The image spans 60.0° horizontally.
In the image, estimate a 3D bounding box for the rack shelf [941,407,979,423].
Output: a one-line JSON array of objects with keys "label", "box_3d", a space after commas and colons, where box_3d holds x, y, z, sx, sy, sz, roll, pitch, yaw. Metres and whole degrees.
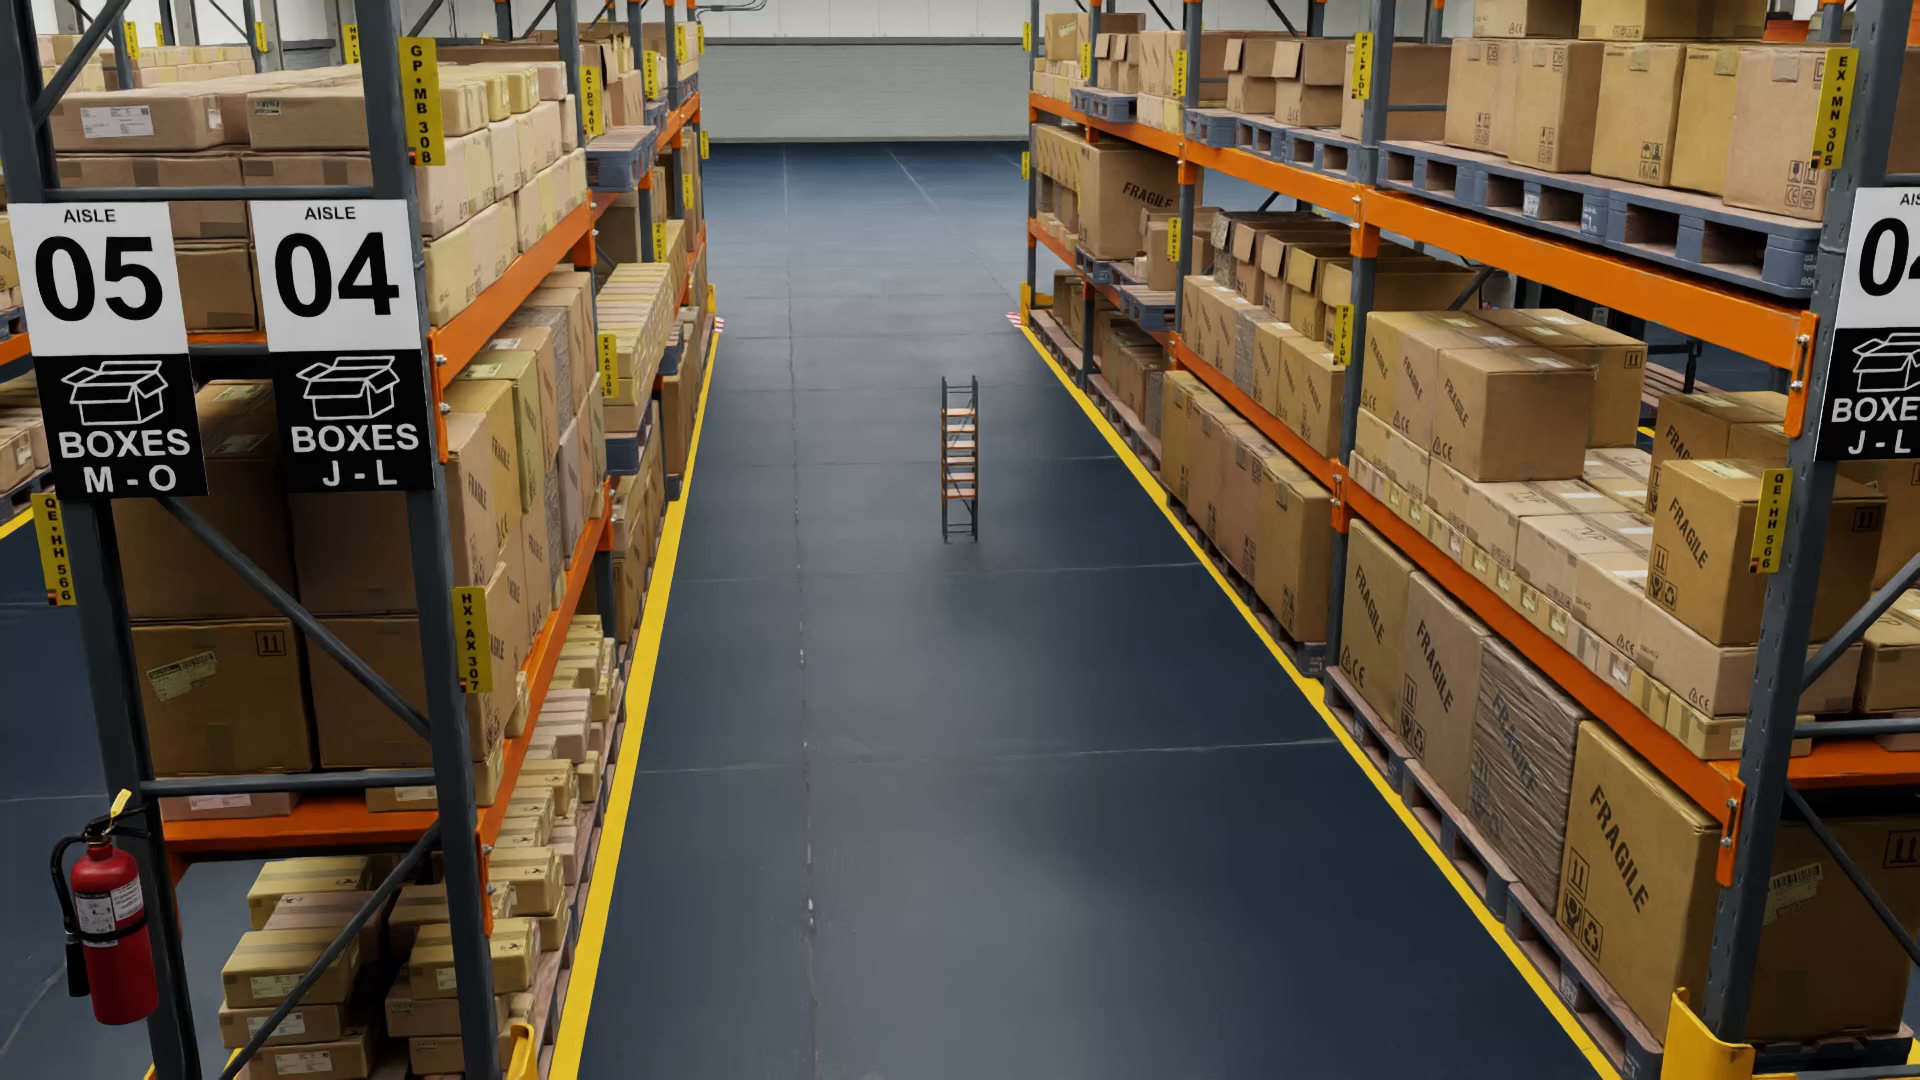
[{"label": "rack shelf", "box_3d": [-0.002, -0.878, 11.917, 0.258, 0.103, 0.180, -2, 18, -6]}]

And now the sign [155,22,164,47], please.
[{"label": "sign", "box_3d": [-9.053, -5.696, 18.845, 0.100, 0.325, 0.005, -2, 18, -6]}]

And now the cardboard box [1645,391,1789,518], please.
[{"label": "cardboard box", "box_3d": [3.102, -0.286, 6.583, 0.500, 0.500, 0.500, -2, 18, -7]}]

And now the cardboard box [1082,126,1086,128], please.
[{"label": "cardboard box", "box_3d": [1.703, -4.532, 19.273, 0.500, 0.500, 0.500, -2, 18, -6]}]

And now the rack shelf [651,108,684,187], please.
[{"label": "rack shelf", "box_3d": [-2.982, -3.348, 14.026, 1.077, 0.370, 4.000, -2, 18, -6]}]

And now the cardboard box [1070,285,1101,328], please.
[{"label": "cardboard box", "box_3d": [1.533, -2.628, 19.011, 0.500, 0.500, 0.500, 0, 17, 0]}]

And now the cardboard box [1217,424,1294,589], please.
[{"label": "cardboard box", "box_3d": [2.402, -0.238, 10.774, 1.225, 0.875, 0.875, -2, 18, -8]}]

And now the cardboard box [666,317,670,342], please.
[{"label": "cardboard box", "box_3d": [-2.216, -1.461, 11.541, 0.380, 0.149, 0.250, -1, 17, -5]}]

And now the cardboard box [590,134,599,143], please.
[{"label": "cardboard box", "box_3d": [-2.245, -2.330, 9.030, 0.500, 0.311, 0.500, -2, 18, -6]}]

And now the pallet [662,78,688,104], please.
[{"label": "pallet", "box_3d": [-3.262, -4.489, 16.607, 1.003, 0.211, 1.213, -2, 18, -6]}]

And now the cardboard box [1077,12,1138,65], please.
[{"label": "cardboard box", "box_3d": [1.456, -4.964, 16.476, 0.500, 0.500, 0.500, -2, 18, -7]}]

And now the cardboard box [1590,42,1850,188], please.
[{"label": "cardboard box", "box_3d": [2.847, -1.608, 6.248, 0.700, 0.500, 0.500, -3, 18, -9]}]

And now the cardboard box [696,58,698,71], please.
[{"label": "cardboard box", "box_3d": [-3.204, -5.443, 19.051, 0.380, 0.149, 0.250, -2, 18, -5]}]

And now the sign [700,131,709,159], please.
[{"label": "sign", "box_3d": [-3.059, -4.726, 19.893, 0.100, 0.325, 0.005, -2, 18, -6]}]

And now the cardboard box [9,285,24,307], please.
[{"label": "cardboard box", "box_3d": [-7.523, -1.915, 12.987, 0.380, 0.149, 0.250, -2, 18, -5]}]

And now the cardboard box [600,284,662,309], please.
[{"label": "cardboard box", "box_3d": [-2.168, -1.592, 10.966, 0.380, 0.149, 0.250, -2, 18, -6]}]

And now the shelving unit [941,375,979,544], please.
[{"label": "shelving unit", "box_3d": [-0.002, -0.577, 12.011, 0.258, 1.200, 0.189, -2, 18, -6]}]

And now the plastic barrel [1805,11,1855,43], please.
[{"label": "plastic barrel", "box_3d": [7.226, -3.862, 13.625, 0.600, 0.901, 0.600, 0, 17, 0]}]

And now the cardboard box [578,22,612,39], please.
[{"label": "cardboard box", "box_3d": [-3.543, -4.895, 15.972, 0.380, 0.149, 0.250, -2, 18, -6]}]

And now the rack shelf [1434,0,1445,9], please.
[{"label": "rack shelf", "box_3d": [6.476, -6.056, 18.312, 1.077, 0.370, 4.000, -2, 18, -6]}]

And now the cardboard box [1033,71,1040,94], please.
[{"label": "cardboard box", "box_3d": [1.136, -5.379, 19.544, 0.500, 0.250, 0.500, -1, 17, -4]}]

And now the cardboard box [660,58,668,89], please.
[{"label": "cardboard box", "box_3d": [-2.842, -4.102, 14.611, 0.500, 0.250, 0.500, -2, 18, -6]}]

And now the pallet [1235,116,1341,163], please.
[{"label": "pallet", "box_3d": [2.406, -2.605, 10.774, 1.003, 0.211, 1.213, -1, 17, -3]}]

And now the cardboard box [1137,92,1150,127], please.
[{"label": "cardboard box", "box_3d": [1.762, -3.578, 13.808, 0.500, 0.250, 0.500, -1, 17, -4]}]

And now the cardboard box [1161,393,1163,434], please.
[{"label": "cardboard box", "box_3d": [2.080, -1.003, 13.804, 0.700, 0.500, 0.500, -3, 18, -9]}]

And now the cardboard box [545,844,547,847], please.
[{"label": "cardboard box", "box_3d": [-1.875, 1.264, 6.705, 0.380, 0.149, 0.250, -3, 18, -8]}]

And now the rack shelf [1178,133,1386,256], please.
[{"label": "rack shelf", "box_3d": [2.375, -2.279, 10.622, 1.077, 0.370, 4.000, -2, 18, -6]}]

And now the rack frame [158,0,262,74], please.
[{"label": "rack frame", "box_3d": [-8.514, -6.727, 18.580, 1.000, 3.000, 0.127, -2, 18, -6]}]

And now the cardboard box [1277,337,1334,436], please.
[{"label": "cardboard box", "box_3d": [2.217, -0.922, 9.938, 0.500, 0.500, 0.500, -1, 17, -4]}]

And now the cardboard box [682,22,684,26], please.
[{"label": "cardboard box", "box_3d": [-2.941, -5.066, 16.518, 0.380, 0.149, 0.250, -2, 18, -6]}]

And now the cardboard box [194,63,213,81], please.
[{"label": "cardboard box", "box_3d": [-8.030, -4.767, 17.100, 0.500, 0.250, 0.500, -2, 18, -5]}]

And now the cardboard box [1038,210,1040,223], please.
[{"label": "cardboard box", "box_3d": [1.142, -3.883, 19.958, 0.380, 0.149, 0.250, -2, 18, -6]}]

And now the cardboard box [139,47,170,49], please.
[{"label": "cardboard box", "box_3d": [-8.601, -5.145, 17.638, 0.380, 0.149, 0.250, -2, 18, -6]}]

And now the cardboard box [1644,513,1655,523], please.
[{"label": "cardboard box", "box_3d": [3.104, 0.070, 6.700, 0.500, 0.250, 0.500, -2, 18, -7]}]

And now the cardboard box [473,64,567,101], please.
[{"label": "cardboard box", "box_3d": [-1.954, -2.026, 7.365, 0.380, 0.149, 0.250, -2, 18, -6]}]

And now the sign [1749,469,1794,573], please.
[{"label": "sign", "box_3d": [2.453, -0.056, 5.021, 0.100, 0.325, 0.005, -2, 18, -6]}]

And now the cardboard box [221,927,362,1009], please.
[{"label": "cardboard box", "box_3d": [-2.257, 1.446, 5.630, 0.380, 0.149, 0.250, -2, 17, -5]}]

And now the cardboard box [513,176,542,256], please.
[{"label": "cardboard box", "box_3d": [-1.901, -1.246, 6.380, 0.500, 0.250, 0.500, -2, 18, -6]}]

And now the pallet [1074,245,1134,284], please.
[{"label": "pallet", "box_3d": [1.690, -2.655, 15.947, 1.003, 0.211, 1.213, -2, 18, -6]}]

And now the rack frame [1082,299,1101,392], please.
[{"label": "rack frame", "box_3d": [1.756, -2.979, 16.658, 1.000, 3.000, 0.127, -2, 18, -6]}]

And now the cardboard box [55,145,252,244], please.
[{"label": "cardboard box", "box_3d": [-2.251, -1.008, 4.788, 0.500, 0.250, 0.500, -2, 18, -7]}]

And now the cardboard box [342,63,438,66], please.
[{"label": "cardboard box", "box_3d": [-2.579, -2.084, 7.551, 0.380, 0.149, 0.250, -3, 18, -8]}]

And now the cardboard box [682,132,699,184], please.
[{"label": "cardboard box", "box_3d": [-3.452, -4.361, 19.008, 0.875, 0.550, 0.550, -2, 18, -6]}]

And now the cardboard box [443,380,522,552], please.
[{"label": "cardboard box", "box_3d": [-1.791, -0.239, 5.599, 0.500, 0.500, 0.500, -1, 17, -4]}]

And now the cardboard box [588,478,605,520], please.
[{"label": "cardboard box", "box_3d": [-1.965, -0.201, 8.229, 0.380, 0.149, 0.250, -2, 18, -7]}]

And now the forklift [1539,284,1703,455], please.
[{"label": "forklift", "box_3d": [5.108, -1.715, 12.748, 3.031, 2.935, 1.130, -4, 18, -11]}]

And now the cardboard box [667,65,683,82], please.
[{"label": "cardboard box", "box_3d": [-2.887, -4.534, 16.155, 0.380, 0.149, 0.250, -2, 18, -7]}]

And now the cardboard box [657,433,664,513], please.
[{"label": "cardboard box", "box_3d": [-2.447, -0.484, 12.182, 0.500, 0.500, 0.500, -2, 18, -6]}]

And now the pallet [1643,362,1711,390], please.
[{"label": "pallet", "box_3d": [6.802, -1.569, 16.821, 1.003, 0.211, 1.213, -2, 18, -6]}]

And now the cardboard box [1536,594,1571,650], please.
[{"label": "cardboard box", "box_3d": [2.523, 0.316, 6.582, 0.380, 0.149, 0.250, -2, 18, -7]}]

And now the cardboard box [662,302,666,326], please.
[{"label": "cardboard box", "box_3d": [-2.187, -1.521, 11.236, 0.380, 0.149, 0.250, -2, 18, -6]}]

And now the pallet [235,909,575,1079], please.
[{"label": "pallet", "box_3d": [-2.007, 1.784, 6.142, 1.003, 0.211, 1.213, -2, 18, -6]}]

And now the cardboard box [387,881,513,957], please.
[{"label": "cardboard box", "box_3d": [-1.814, 1.350, 5.933, 0.380, 0.149, 0.250, -1, 17, -5]}]

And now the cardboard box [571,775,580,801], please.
[{"label": "cardboard box", "box_3d": [-1.917, 1.182, 7.463, 0.380, 0.149, 0.250, -1, 17, -5]}]

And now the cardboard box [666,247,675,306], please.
[{"label": "cardboard box", "box_3d": [-2.660, -2.155, 13.868, 0.500, 0.500, 0.500, -2, 18, -6]}]
